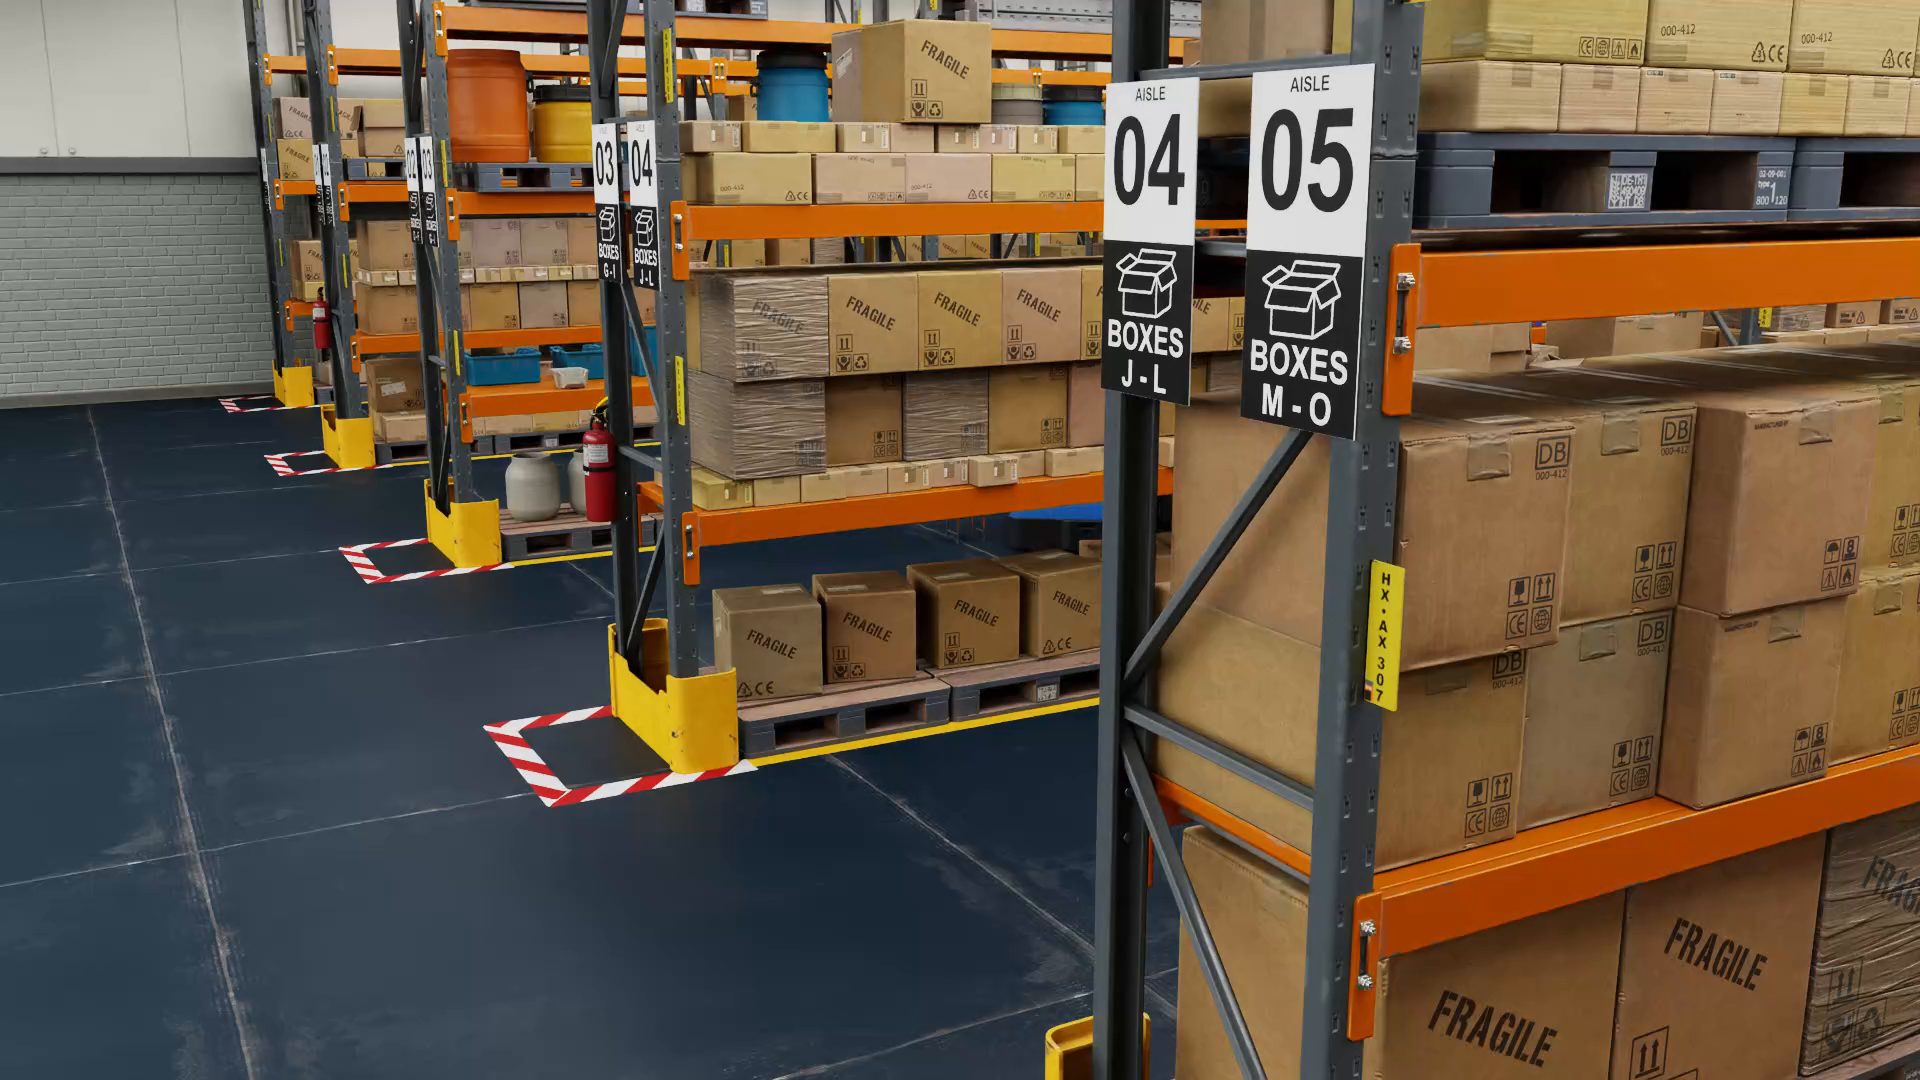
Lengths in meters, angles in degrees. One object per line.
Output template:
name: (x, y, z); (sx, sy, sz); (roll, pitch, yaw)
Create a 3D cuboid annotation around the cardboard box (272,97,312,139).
cardboard box: (-8.274, -5.269, 20.806); (0.500, 0.500, 0.500); (-8, 15, -32)

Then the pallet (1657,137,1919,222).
pallet: (2.398, -1.064, 4.877); (1.213, 0.211, 1.003); (-7, 14, -28)

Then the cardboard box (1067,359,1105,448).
cardboard box: (0.632, -0.863, 9.706); (0.500, 0.500, 0.875); (-7, 14, -28)

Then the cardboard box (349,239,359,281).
cardboard box: (-7.727, -3.610, 21.406); (0.500, 0.500, 0.500); (-7, 14, -28)

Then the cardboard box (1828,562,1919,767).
cardboard box: (2.453, 0.284, 5.176); (0.500, 0.550, 0.875); (-7, 14, -28)

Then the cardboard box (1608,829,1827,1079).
cardboard box: (2.014, 1.220, 5.240); (0.875, 0.875, 0.875); (-7, 15, -29)

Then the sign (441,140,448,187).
sign: (-3.722, -2.717, 11.999); (0.005, 0.325, 0.100); (-7, 14, -28)

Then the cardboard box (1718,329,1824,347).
cardboard box: (5.971, -1.291, 12.284); (0.500, 0.500, 0.500); (-6, 14, -26)

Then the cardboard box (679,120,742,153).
cardboard box: (-1.256, -1.971, 8.135); (0.250, 0.149, 0.380); (-7, 14, -28)

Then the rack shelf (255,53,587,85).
rack shelf: (-6.973, -6.050, 21.642); (4.000, 0.370, 1.077); (-7, 14, -28)

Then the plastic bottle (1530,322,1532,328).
plastic bottle: (6.040, -2.416, 17.794); (0.135, 0.276, 0.152); (-7, 14, -28)

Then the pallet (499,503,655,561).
pallet: (-3.222, -0.097, 13.560); (1.213, 0.211, 1.003); (-7, 14, -28)

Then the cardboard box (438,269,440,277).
cardboard box: (-5.454, -2.730, 17.204); (0.250, 0.149, 0.380); (-7, 14, -28)

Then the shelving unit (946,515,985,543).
shelving unit: (0.047, -0.518, 13.519); (0.252, 1.050, 0.215); (-7, 14, -28)

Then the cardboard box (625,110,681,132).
cardboard box: (-3.409, -4.515, 18.504); (0.500, 0.500, 0.500); (-6, 14, -23)

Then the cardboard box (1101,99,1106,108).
cardboard box: (1.504, -5.251, 20.772); (0.500, 0.500, 0.500); (-7, 14, -28)

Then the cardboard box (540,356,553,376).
cardboard box: (-4.456, -1.711, 17.978); (0.500, 0.500, 0.500); (-7, 14, -28)

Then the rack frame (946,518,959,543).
rack frame: (-0.060, -0.505, 13.462); (0.008, 1.050, 0.200); (-7, 14, -28)

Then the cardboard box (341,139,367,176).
cardboard box: (-7.827, -4.824, 21.106); (0.500, 0.500, 0.500); (-6, 14, -24)

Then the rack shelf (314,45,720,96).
rack shelf: (-4.596, -4.902, 17.445); (4.000, 0.370, 1.077); (-7, 14, -28)

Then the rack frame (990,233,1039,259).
rack frame: (0.670, -3.153, 20.785); (0.127, 3.000, 1.000); (-7, 14, -28)

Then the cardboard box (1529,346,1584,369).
cardboard box: (4.079, -1.155, 11.259); (0.258, 0.266, 0.396); (-7, 15, -29)

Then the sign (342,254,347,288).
sign: (-6.091, -2.664, 16.464); (0.005, 0.325, 0.100); (-7, 14, -28)

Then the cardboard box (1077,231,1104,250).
cardboard box: (2.288, -4.728, 27.102); (0.700, 0.700, 0.980); (-7, 14, -27)

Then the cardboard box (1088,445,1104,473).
cardboard box: (0.734, -0.498, 9.564); (0.250, 0.149, 0.380); (-7, 14, -28)

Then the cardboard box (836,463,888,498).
cardboard box: (-0.579, -0.339, 8.857); (0.250, 0.149, 0.380); (-7, 14, -28)

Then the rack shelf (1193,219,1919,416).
rack shelf: (2.435, -0.758, 4.951); (4.000, 0.370, 1.077); (-7, 14, -28)

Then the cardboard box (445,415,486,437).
cardboard box: (-5.337, -1.241, 17.599); (0.500, 0.250, 0.500); (-7, 14, -28)

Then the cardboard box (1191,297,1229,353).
cardboard box: (1.201, -1.351, 9.597); (0.500, 0.500, 0.500); (-7, 14, -28)

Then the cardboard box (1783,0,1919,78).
cardboard box: (2.114, -1.332, 4.345); (0.500, 0.250, 0.500); (-7, 14, -28)

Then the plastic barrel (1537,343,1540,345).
plastic barrel: (6.066, -1.746, 18.356); (0.708, 0.901, 0.600); (-7, 14, -28)

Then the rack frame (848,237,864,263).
rack frame: (-1.707, -4.107, 25.026); (0.127, 3.000, 1.000); (-7, 14, -28)

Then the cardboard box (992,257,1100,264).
cardboard box: (0.509, -1.400, 9.817); (0.500, 0.500, 0.500); (-7, 14, -28)

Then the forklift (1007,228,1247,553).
forklift: (1.921, -1.372, 13.031); (3.031, 2.935, 1.130); (1, 13, 6)

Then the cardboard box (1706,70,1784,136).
cardboard box: (1.800, -1.084, 4.149); (0.250, 0.149, 0.380); (-7, 14, -27)

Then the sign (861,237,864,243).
sign: (-1.438, -4.529, 24.447); (0.005, 0.325, 0.100); (-7, 14, -28)

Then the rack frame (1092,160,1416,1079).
rack frame: (0.679, 0.565, 4.267); (0.127, 3.000, 1.000); (-7, 14, -28)

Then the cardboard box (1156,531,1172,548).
cardboard box: (1.532, 0.227, 10.507); (0.500, 0.500, 0.500); (-7, 15, -30)

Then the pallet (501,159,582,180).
pallet: (-4.646, -3.930, 17.609); (1.213, 0.211, 1.003); (-7, 14, -28)

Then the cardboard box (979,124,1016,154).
cardboard box: (0.099, -2.136, 8.871); (0.250, 0.149, 0.380); (-7, 14, -28)

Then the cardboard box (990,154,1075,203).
cardboard box: (0.279, -1.955, 8.974); (0.500, 0.250, 0.500); (-6, 14, -26)

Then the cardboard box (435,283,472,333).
cardboard box: (-5.477, -2.463, 17.492); (0.500, 0.500, 0.700); (-6, 14, -26)

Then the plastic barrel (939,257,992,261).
plastic barrel: (0.014, -2.004, 14.538); (0.708, 0.901, 0.600); (-7, 14, -28)

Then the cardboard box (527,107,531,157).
cardboard box: (-4.763, -4.218, 17.186); (0.500, 0.500, 0.500); (-7, 14, -28)

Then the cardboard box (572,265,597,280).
cardboard box: (-4.092, -2.894, 17.931); (0.250, 0.149, 0.380); (-6, 14, -26)

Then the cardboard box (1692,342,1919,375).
cardboard box: (2.883, -0.313, 5.367); (0.550, 0.550, 0.875); (-7, 14, -28)

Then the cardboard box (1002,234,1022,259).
cardboard box: (0.632, -4.527, 25.944); (0.500, 0.500, 0.500); (-7, 14, -28)

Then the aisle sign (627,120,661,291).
aisle sign: (-1.519, -1.605, 7.990); (0.004, 0.787, 0.394); (-7, 14, -28)

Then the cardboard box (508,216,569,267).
cardboard box: (-4.549, -3.207, 17.846); (0.500, 0.500, 0.700); (-7, 14, -28)

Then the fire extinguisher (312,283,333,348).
fire extinguisher: (-6.678, -2.350, 17.397); (0.183, 0.674, 0.296); (-7, 14, -28)

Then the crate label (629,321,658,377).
crate label: (-2.496, -1.619, 13.891); (0.616, 0.435, 0.502); (-7, 14, -28)

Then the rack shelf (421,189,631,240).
rack shelf: (-2.226, -2.679, 13.487); (4.000, 0.370, 1.077); (-7, 14, -28)

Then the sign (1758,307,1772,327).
sign: (5.682, -1.666, 11.722); (0.005, 0.325, 0.100); (-7, 14, -28)

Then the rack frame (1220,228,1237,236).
rack frame: (1.903, -0.822, 10.431); (0.127, 3.000, 1.000); (-7, 14, -28)
